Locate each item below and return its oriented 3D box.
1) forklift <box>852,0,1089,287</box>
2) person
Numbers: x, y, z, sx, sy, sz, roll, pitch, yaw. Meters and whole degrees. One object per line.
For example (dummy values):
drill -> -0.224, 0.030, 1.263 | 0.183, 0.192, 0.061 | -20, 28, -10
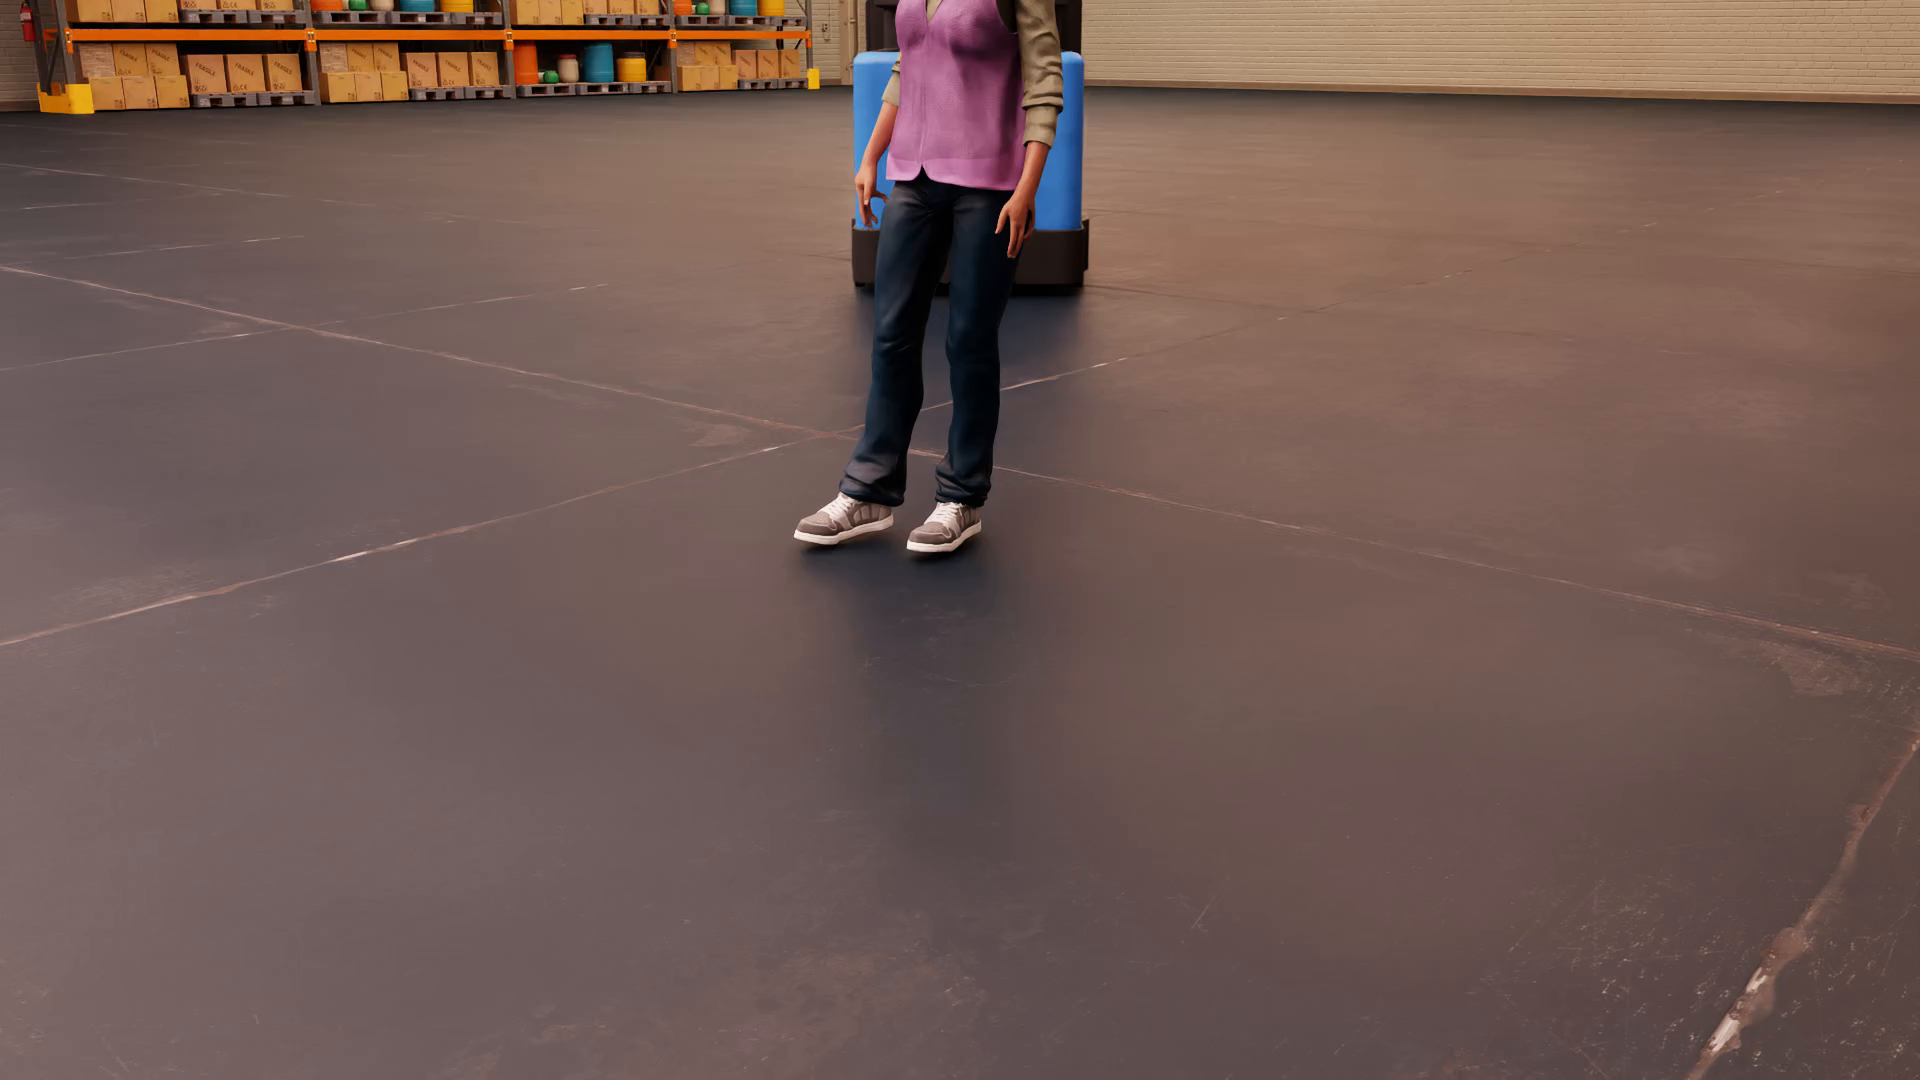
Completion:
forklift -> 0.075, -2.927, 8.536 | 1.130, 2.935, 3.031 | 0, 17, 1
person -> -0.058, -0.757, 3.662 | 0.520, 1.597, 0.476 | 13, 21, 37
